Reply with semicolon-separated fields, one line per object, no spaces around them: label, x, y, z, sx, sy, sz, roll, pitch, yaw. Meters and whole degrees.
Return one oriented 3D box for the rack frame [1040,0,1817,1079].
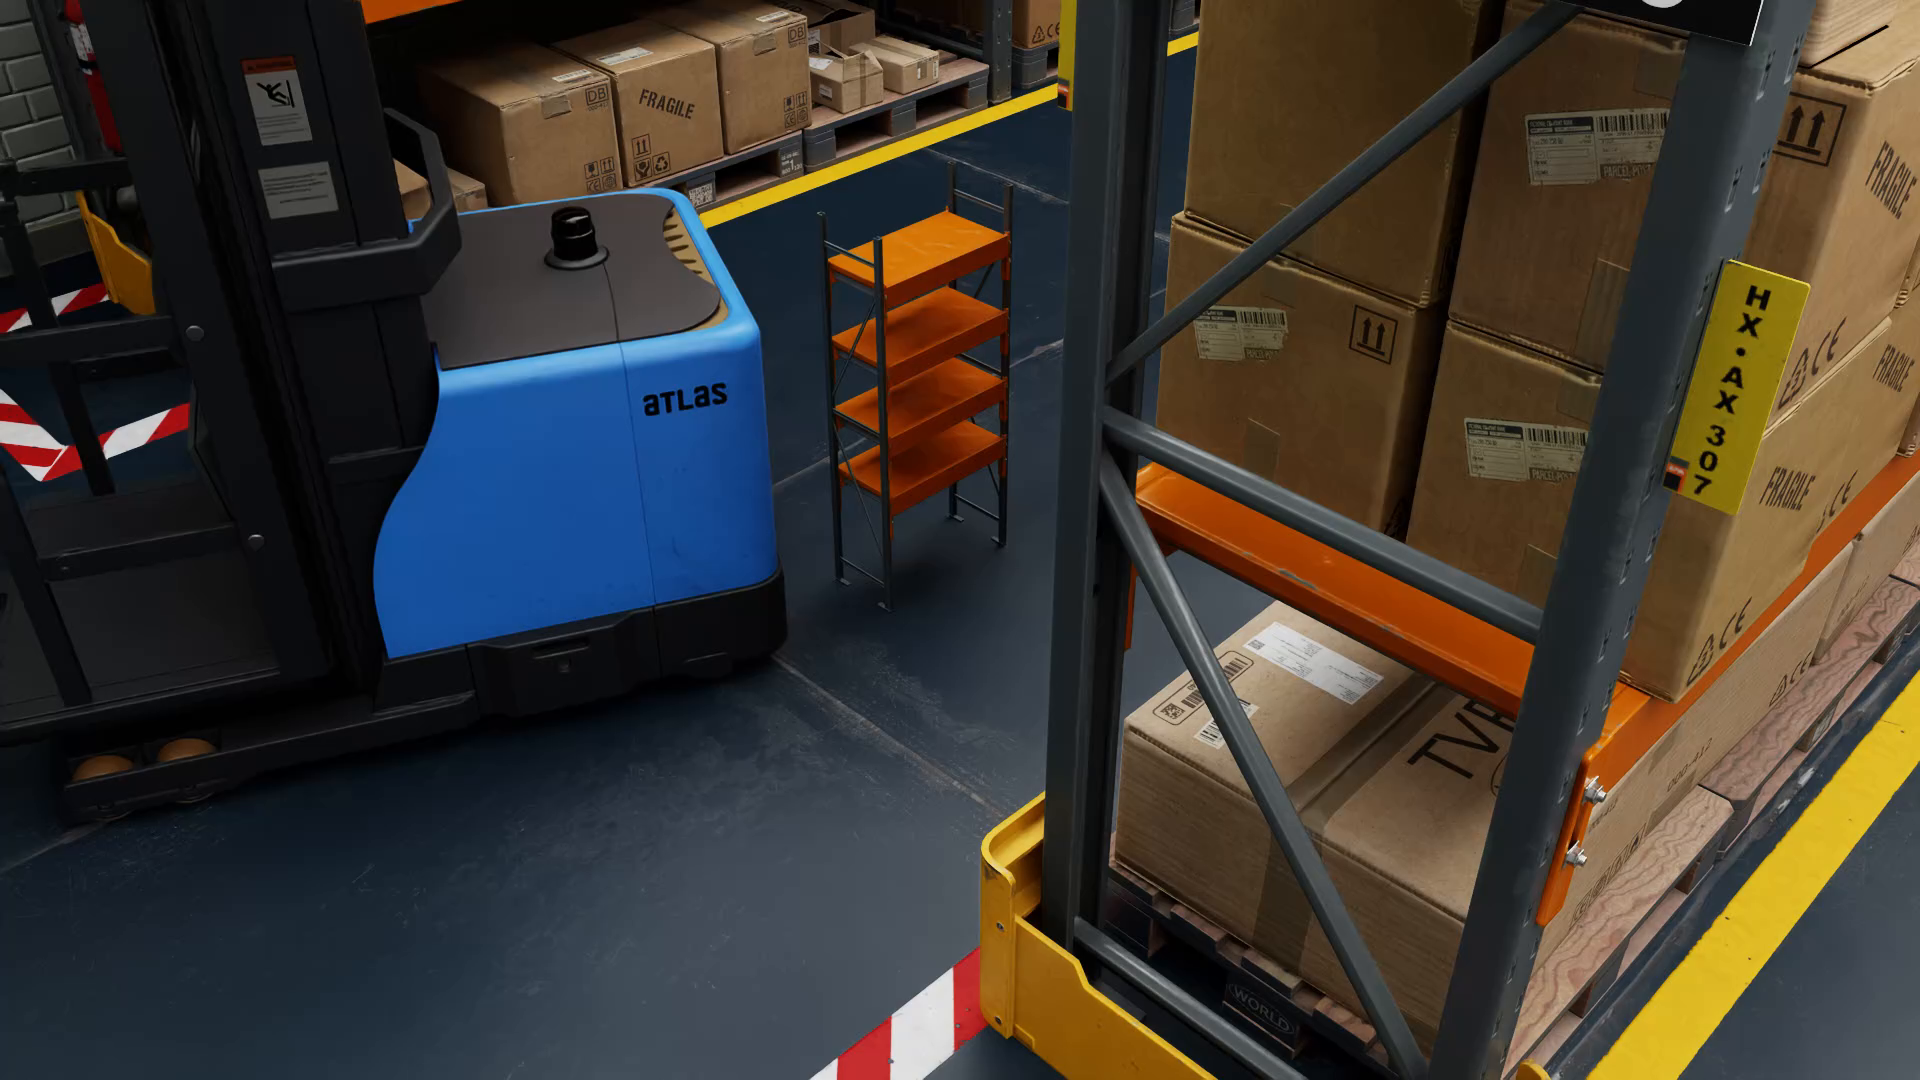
rack frame;0.570;-0.023;2.661;1.000;3.000;0.127;30;45;35

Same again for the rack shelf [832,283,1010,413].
rack shelf;-0.117;-0.553;4.721;0.258;0.148;0.480;30;45;35

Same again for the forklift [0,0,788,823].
forklift;-2.064;-0.830;3.878;3.031;2.935;1.130;-11;36;-16

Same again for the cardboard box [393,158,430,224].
cardboard box;-2.457;-1.381;6.422;0.797;0.503;0.637;28;43;34

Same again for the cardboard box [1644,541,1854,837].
cardboard box;1.603;0.172;4.253;0.875;0.438;0.875;-29;44;-34

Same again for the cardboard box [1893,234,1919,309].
cardboard box;1.469;-0.767;2.766;0.500;0.500;0.500;28;44;34

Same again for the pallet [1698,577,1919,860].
pallet;1.937;0.272;4.676;1.003;0.211;1.213;30;45;35

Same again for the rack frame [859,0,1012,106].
rack frame;-0.137;-3.646;7.856;1.000;3.000;0.127;30;45;35

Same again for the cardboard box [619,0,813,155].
cardboard box;-1.096;-2.132;7.503;0.700;0.500;0.500;28;43;34

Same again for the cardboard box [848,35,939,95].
cardboard box;-0.321;-2.304;8.057;0.380;0.149;0.250;28;44;34

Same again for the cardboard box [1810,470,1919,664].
cardboard box;2.239;-0.193;4.777;0.875;0.438;0.875;28;44;34

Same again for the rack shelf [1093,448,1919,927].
rack shelf;1.979;-0.540;4.031;1.077;0.370;4.000;30;45;35

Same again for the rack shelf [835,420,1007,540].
rack shelf;-0.117;-0.207;4.962;0.258;0.148;0.480;30;45;35

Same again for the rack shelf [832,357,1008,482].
rack shelf;-0.117;-0.370;4.849;0.258;0.148;0.480;30;45;35

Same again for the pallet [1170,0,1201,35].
pallet;1.269;-3.345;9.862;1.003;0.211;1.213;30;45;35

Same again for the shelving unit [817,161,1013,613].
shelving unit;-0.117;-0.425;4.810;0.258;1.200;0.503;30;45;35

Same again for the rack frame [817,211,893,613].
rack frame;-0.289;-0.326;4.668;0.240;1.200;0.015;30;45;35

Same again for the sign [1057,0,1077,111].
sign;0.195;-0.820;2.584;0.100;0.325;0.005;30;45;35

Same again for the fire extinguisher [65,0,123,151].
fire extinguisher;-2.731;-1.591;5.303;0.296;0.674;0.183;30;45;35

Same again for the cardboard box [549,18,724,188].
cardboard box;-1.384;-1.885;7.148;0.500;0.500;0.500;-29;44;-35

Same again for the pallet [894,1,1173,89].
pallet;0.409;-2.847;9.149;1.003;0.211;1.213;30;45;35

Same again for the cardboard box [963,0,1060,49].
cardboard box;0.364;-2.898;8.602;0.500;0.500;0.500;-28;43;-34

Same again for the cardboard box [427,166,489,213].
cardboard box;-2.130;-1.392;6.749;0.380;0.149;0.250;28;43;34

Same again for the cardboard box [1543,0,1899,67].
cardboard box;1.016;-0.773;2.207;0.250;0.149;0.380;-29;44;-35

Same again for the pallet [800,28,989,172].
pallet;-0.621;-2.224;8.254;1.003;0.211;1.213;30;45;35

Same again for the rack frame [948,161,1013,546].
rack frame;0.055;-0.524;4.952;0.240;1.200;0.015;30;45;35

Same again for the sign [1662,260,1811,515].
sign;0.960;-0.185;2.066;0.100;0.325;0.005;30;45;35

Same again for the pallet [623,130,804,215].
pallet;-1.481;-1.726;7.540;1.003;0.211;1.213;30;45;35

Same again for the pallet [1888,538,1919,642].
pallet;2.797;-0.226;5.389;1.003;0.211;1.213;30;45;35

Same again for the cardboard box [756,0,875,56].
cardboard box;-0.770;-2.542;8.257;0.500;0.311;0.500;-28;44;-34

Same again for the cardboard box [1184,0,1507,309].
cardboard box;0.741;-0.766;2.764;0.500;0.500;0.500;-28;44;-34

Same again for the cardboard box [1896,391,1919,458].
cardboard box;1.820;-0.559;3.342;0.500;0.500;0.500;29;44;35

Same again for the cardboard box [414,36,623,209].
cardboard box;-1.827;-1.710;6.898;0.500;0.500;0.700;-28;44;-34

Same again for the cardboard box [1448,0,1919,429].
cardboard box;1.110;-0.554;2.461;0.500;0.500;0.500;28;44;34

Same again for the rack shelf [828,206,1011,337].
rack shelf;-0.117;-0.747;4.586;0.258;0.148;0.480;30;45;35

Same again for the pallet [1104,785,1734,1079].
pallet;1.078;0.765;3.969;1.003;0.211;1.213;30;45;35

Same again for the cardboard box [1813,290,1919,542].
cardboard box;1.448;-0.360;3.056;0.500;0.500;0.500;29;44;35

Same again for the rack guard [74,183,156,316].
rack guard;-2.902;-1.028;6.286;1.175;0.500;0.348;30;45;35

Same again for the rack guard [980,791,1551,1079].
rack guard;0.553;1.012;3.362;1.175;0.500;0.348;30;45;35

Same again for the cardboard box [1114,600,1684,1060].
cardboard box;0.964;0.547;3.716;0.875;0.438;0.875;28;44;34

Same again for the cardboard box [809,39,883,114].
cardboard box;-0.573;-2.207;7.816;0.258;0.266;0.396;-28;44;-34

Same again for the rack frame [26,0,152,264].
rack frame;-2.955;-2.022;5.527;1.000;3.000;0.127;30;45;35

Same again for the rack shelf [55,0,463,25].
rack shelf;-1.546;-2.539;6.897;1.077;0.370;4.000;30;45;35

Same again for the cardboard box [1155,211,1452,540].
cardboard box;0.722;-0.367;3.066;0.500;0.500;0.500;-30;45;-35

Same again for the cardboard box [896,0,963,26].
cardboard box;-0.001;-3.111;8.907;0.500;0.500;0.500;29;44;35

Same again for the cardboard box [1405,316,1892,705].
cardboard box;1.112;-0.143;2.746;0.500;0.500;0.500;29;44;35

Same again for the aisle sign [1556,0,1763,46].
aisle sign;0.725;-0.943;1.708;0.394;0.787;0.004;30;45;35
